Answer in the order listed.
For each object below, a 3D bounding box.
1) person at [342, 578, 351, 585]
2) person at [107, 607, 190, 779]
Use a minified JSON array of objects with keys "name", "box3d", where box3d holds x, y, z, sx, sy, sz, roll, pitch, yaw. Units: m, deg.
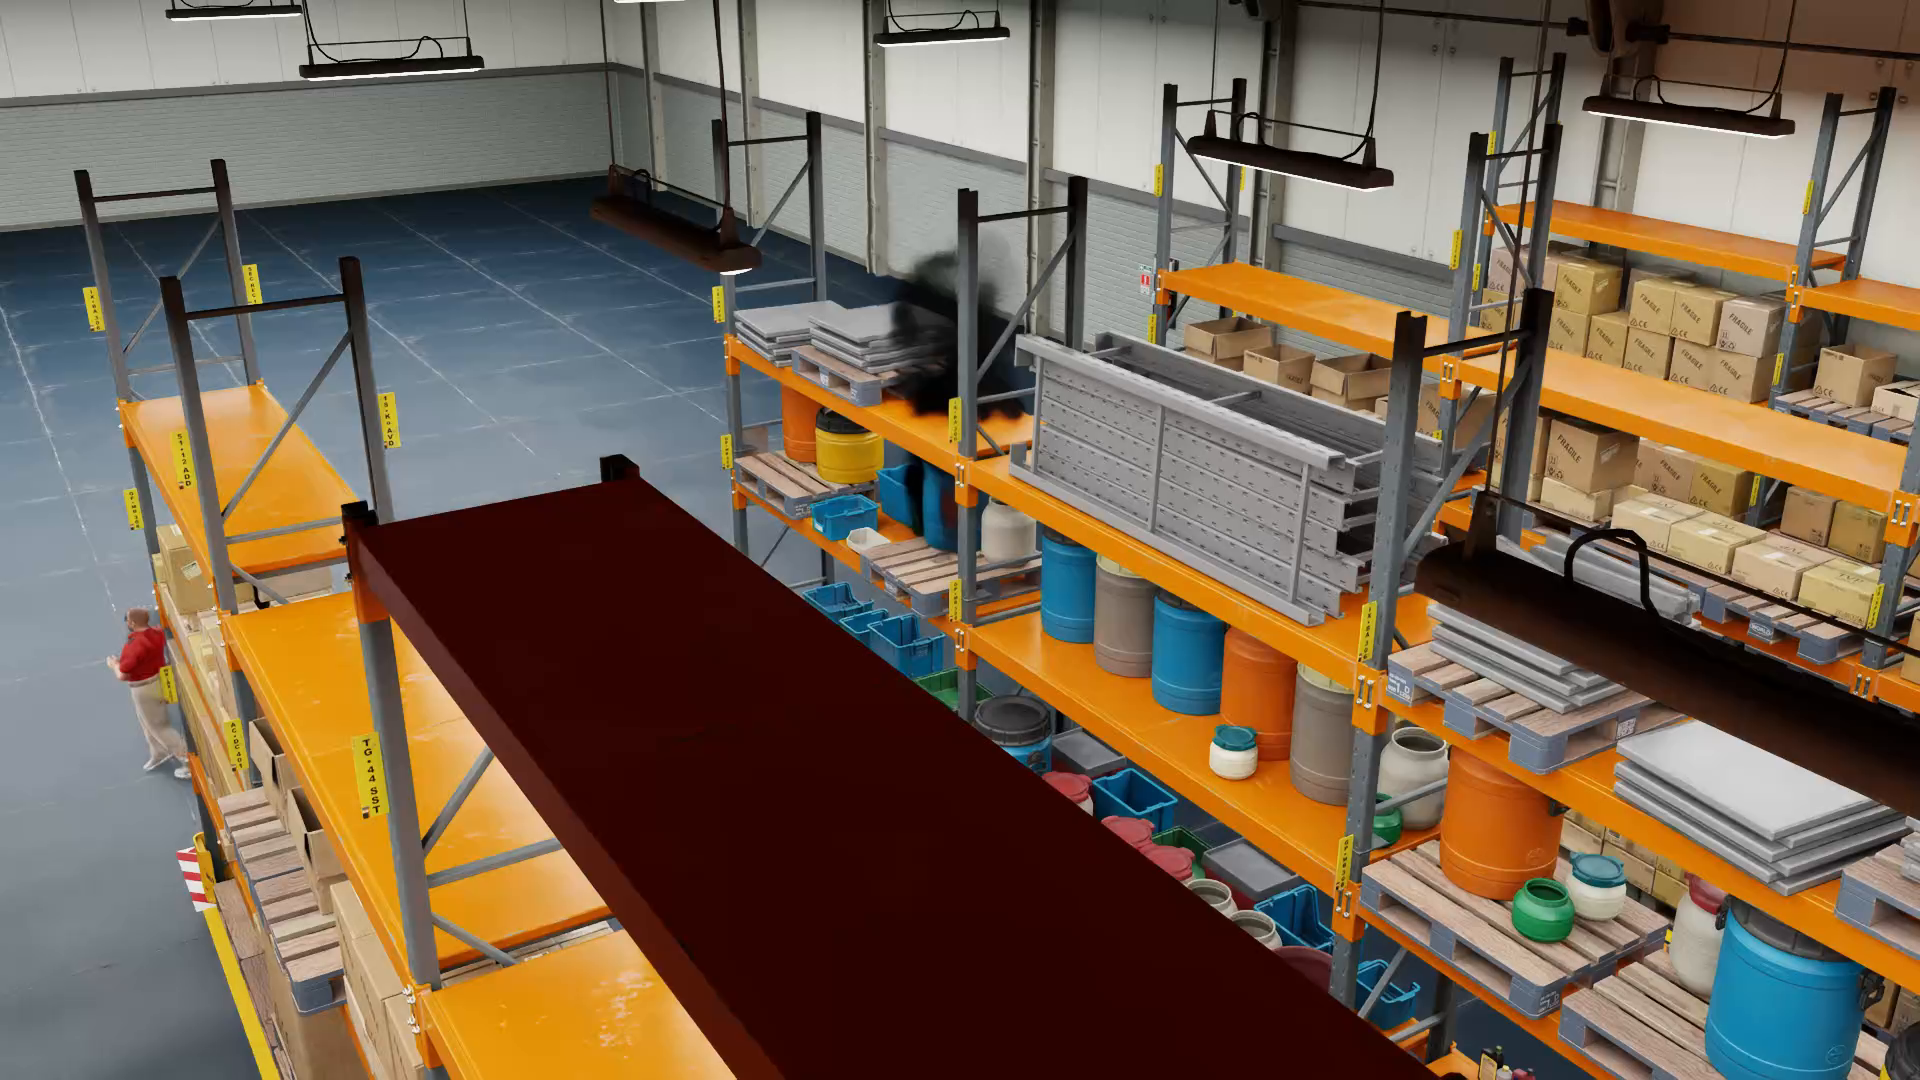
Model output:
[{"name":"person","box3d":[-6.176,0.627,17.581,0.626,1.638,0.558,-1,22,-3]},{"name":"person","box3d":[-7.513,1.442,15.497,0.791,1.791,0.640,3,22,8]}]
